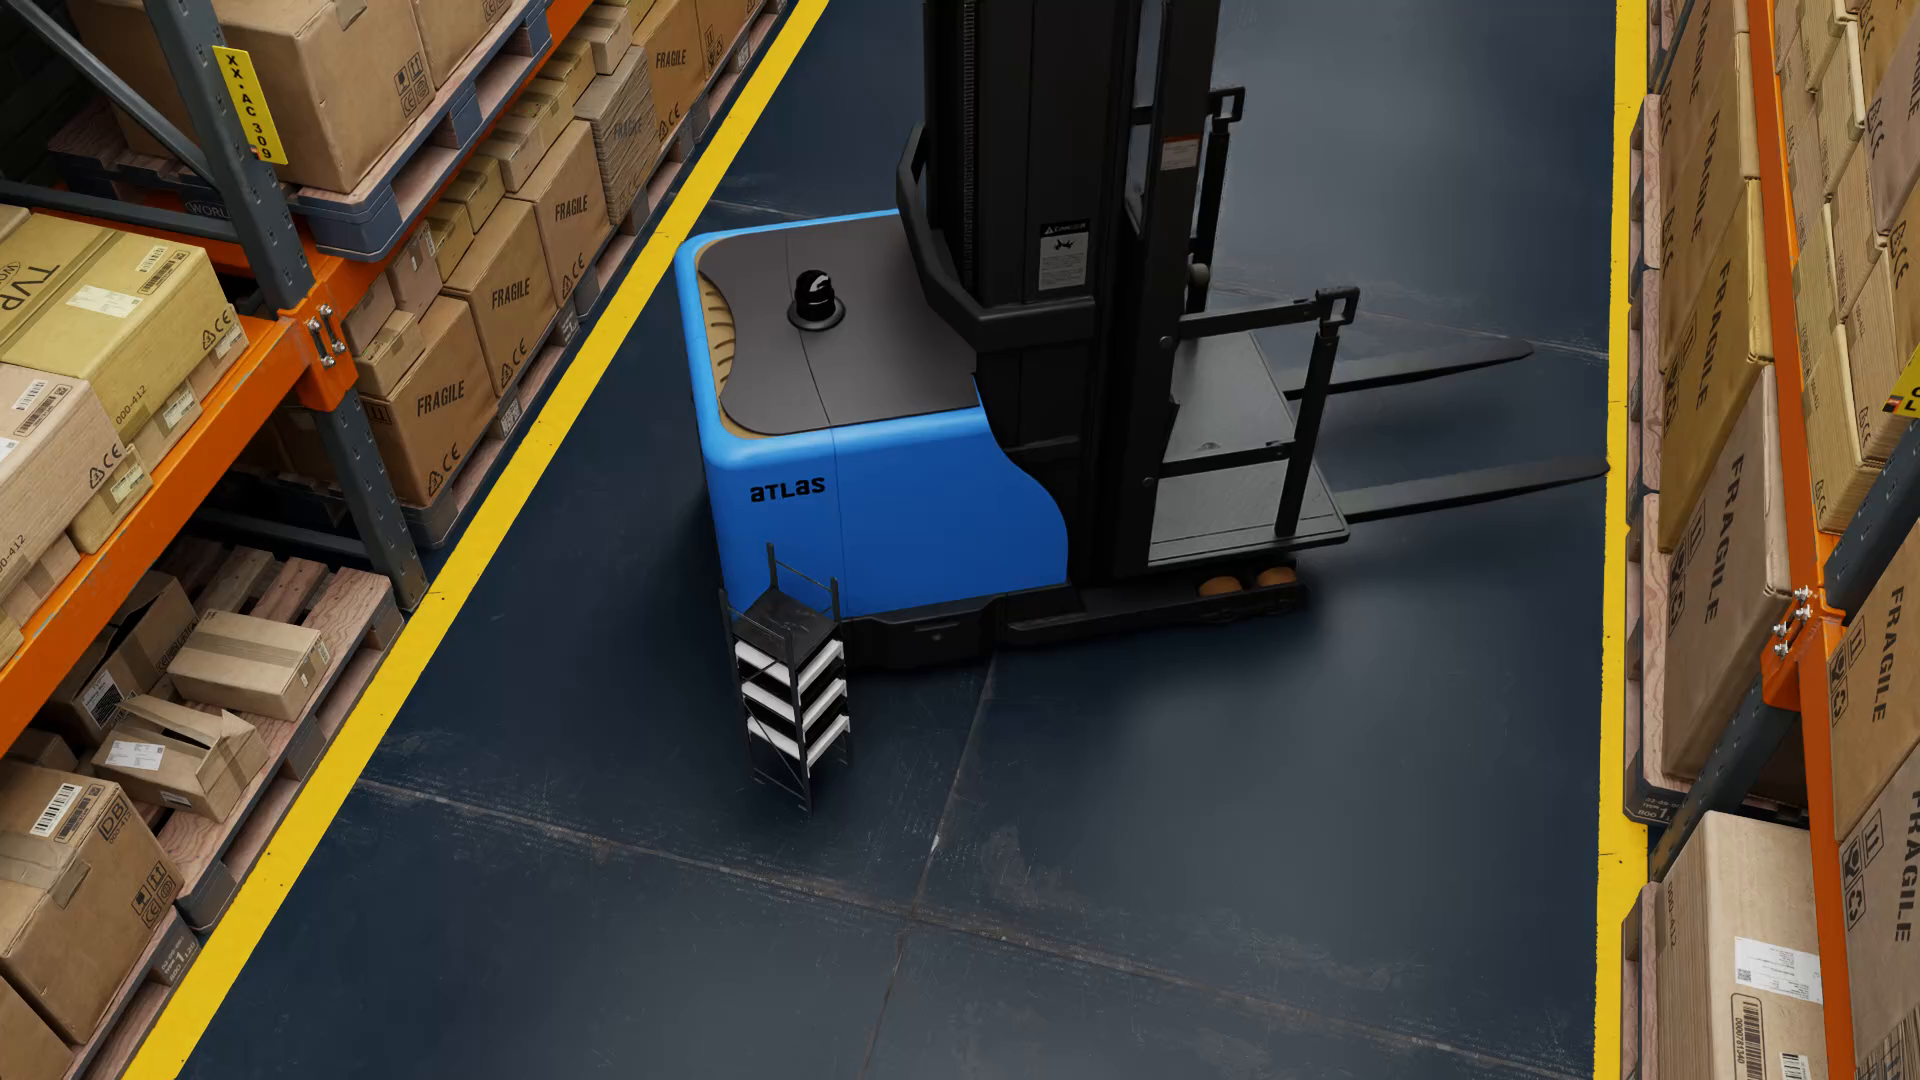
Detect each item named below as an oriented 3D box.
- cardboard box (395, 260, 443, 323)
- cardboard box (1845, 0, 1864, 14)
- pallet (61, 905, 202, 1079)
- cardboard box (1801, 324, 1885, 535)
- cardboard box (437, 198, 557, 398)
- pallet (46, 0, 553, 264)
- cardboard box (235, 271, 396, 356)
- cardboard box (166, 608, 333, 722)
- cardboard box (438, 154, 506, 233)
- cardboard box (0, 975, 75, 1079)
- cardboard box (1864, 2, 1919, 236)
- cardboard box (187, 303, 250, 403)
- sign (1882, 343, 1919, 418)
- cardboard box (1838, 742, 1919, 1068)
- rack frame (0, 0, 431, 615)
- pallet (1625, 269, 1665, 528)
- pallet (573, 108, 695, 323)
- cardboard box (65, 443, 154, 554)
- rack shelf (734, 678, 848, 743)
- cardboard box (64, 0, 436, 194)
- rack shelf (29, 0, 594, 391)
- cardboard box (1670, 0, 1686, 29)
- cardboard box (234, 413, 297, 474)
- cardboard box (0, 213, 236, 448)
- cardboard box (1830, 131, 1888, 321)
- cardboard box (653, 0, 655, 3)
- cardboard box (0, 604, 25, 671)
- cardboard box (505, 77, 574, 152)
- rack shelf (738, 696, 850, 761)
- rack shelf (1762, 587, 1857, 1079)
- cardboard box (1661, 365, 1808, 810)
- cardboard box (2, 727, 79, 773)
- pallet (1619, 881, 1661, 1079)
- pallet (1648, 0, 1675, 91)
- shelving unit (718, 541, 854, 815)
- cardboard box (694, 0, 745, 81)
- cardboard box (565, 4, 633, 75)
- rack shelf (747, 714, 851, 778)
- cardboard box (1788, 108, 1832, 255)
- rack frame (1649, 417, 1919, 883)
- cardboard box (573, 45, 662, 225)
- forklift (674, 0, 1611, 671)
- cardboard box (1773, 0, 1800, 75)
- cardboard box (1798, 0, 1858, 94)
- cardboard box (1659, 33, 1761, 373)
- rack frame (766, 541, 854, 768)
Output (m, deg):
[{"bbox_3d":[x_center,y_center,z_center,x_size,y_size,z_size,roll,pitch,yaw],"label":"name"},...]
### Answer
[{"bbox_3d":[-1.935,-0.838,5.443,0.380,0.149,0.250,10,49,9],"label":"cardboard box"},{"bbox_3d":[2.784,-1.764,4.573,0.500,0.500,0.500,12,50,11],"label":"cardboard box"},{"bbox_3d":[-2.785,1.416,4.360,1.003,0.211,1.213,12,50,10],"label":"pallet"},{"bbox_3d":[2.380,-0.236,4.058,0.500,0.250,0.500,10,49,9],"label":"cardboard box"},{"bbox_3d":[-1.809,-0.893,5.925,0.500,0.500,0.500,11,49,10],"label":"cardboard box"},{"bbox_3d":[-1.969,-1.381,5.097,1.003,0.211,1.213,12,50,10],"label":"pallet"},{"bbox_3d":[-1.992,-0.732,5.152,0.380,0.149,0.250,11,49,9],"label":"cardboard box"},{"bbox_3d":[-2.148,0.377,5.038,0.380,0.149,0.250,10,49,9],"label":"cardboard box"},{"bbox_3d":[-1.820,-1.226,5.786,0.380,0.149,0.250,11,49,9],"label":"cardboard box"},{"bbox_3d":[-2.587,1.296,3.993,0.500,0.500,0.500,12,50,11],"label":"cardboard box"},{"bbox_3d":[2.510,-1.024,3.920,0.500,0.500,0.500,12,50,11],"label":"cardboard box"},{"bbox_3d":[-2.125,-0.525,4.380,0.380,0.149,0.250,12,50,11],"label":"cardboard box"},{"bbox_3d":[1.979,-0.369,3.355,0.100,0.325,0.005,12,50,10],"label":"sign"},{"bbox_3d":[1.993,0.706,3.059,0.500,0.500,0.500,12,50,10],"label":"cardboard box"},{"bbox_3d":[-2.285,-0.889,4.534,1.000,3.000,0.127,12,50,10],"label":"rack frame"},{"bbox_3d":[2.955,-0.447,6.004,1.003,0.211,1.213,12,50,10],"label":"pallet"},{"bbox_3d":[-1.788,-1.447,6.886,1.003,0.211,1.213,12,50,10],"label":"pallet"},{"bbox_3d":[-2.217,-0.140,4.040,0.380,0.149,0.250,13,50,11],"label":"cardboard box"},{"bbox_3d":[-0.487,0.439,4.807,0.258,0.077,0.200,27,54,22],"label":"rack shelf"},{"bbox_3d":[-1.941,-1.366,4.608,0.700,0.500,0.500,13,50,11],"label":"cardboard box"},{"bbox_3d":[-1.758,-2.097,6.080,1.077,0.370,4.000,12,50,10],"label":"rack shelf"},{"bbox_3d":[3.716,-2.481,7.412,0.950,0.372,0.625,9,49,7],"label":"cardboard box"},{"bbox_3d":[-2.441,-0.614,5.678,0.500,0.500,0.500,11,50,10],"label":"cardboard box"},{"bbox_3d":[-2.183,-0.521,4.111,0.500,0.250,0.500,13,50,11],"label":"cardboard box"},{"bbox_3d":[2.511,-0.757,4.184,0.500,0.250,0.500,13,50,11],"label":"cardboard box"},{"bbox_3d":[-1.384,-2.334,6.764,0.380,0.149,0.250,13,50,11],"label":"cardboard box"},{"bbox_3d":[-2.353,0.235,3.709,0.380,0.149,0.250,11,49,9],"label":"cardboard box"},{"bbox_3d":[-1.650,-1.579,6.097,0.380,0.149,0.250,13,50,11],"label":"cardboard box"},{"bbox_3d":[-0.487,0.499,4.874,0.258,0.077,0.200,27,54,22],"label":"rack shelf"},{"bbox_3d":[1.979,1.773,2.664,1.077,0.370,4.000,12,50,10],"label":"rack shelf"},{"bbox_3d":[2.591,0.188,4.720,0.875,0.875,0.875,13,50,11],"label":"cardboard box"},{"bbox_3d":[-2.801,0.661,4.788,0.380,0.149,0.250,11,49,10],"label":"cardboard box"},{"bbox_3d":[2.229,1.546,4.245,1.003,0.211,1.213,12,50,10],"label":"pallet"},{"bbox_3d":[3.765,-2.447,7.769,1.003,0.211,1.213,12,50,10],"label":"pallet"},{"bbox_3d":[-0.487,0.417,4.782,0.258,0.900,0.210,27,54,22],"label":"shelving unit"},{"bbox_3d":[-1.277,-2.385,7.242,0.500,0.500,0.500,11,49,9],"label":"cardboard box"},{"bbox_3d":[-1.493,-1.947,6.423,0.380,0.149,0.250,9,49,8],"label":"cardboard box"},{"bbox_3d":[-0.487,0.558,4.942,0.258,0.077,0.200,27,54,22],"label":"rack shelf"},{"bbox_3d":[2.666,-0.966,4.702,0.500,0.250,0.500,10,49,9],"label":"cardboard box"},{"bbox_3d":[2.505,0.088,3.671,1.000,3.000,0.127,12,50,10],"label":"rack frame"},{"bbox_3d":[-1.531,-1.627,6.572,0.500,0.500,0.500,10,49,9],"label":"cardboard box"},{"bbox_3d":[0.671,-1.076,4.744,3.031,2.935,1.130,-9,49,-8],"label":"forklift"},{"bbox_3d":[2.925,-1.698,5.348,0.500,0.250,0.500,13,50,11],"label":"cardboard box"},{"bbox_3d":[2.760,-1.507,4.846,0.500,0.250,0.500,12,50,11],"label":"cardboard box"},{"bbox_3d":[3.057,-1.113,5.869,0.875,0.875,0.875,12,50,10],"label":"cardboard box"},{"bbox_3d":[-0.429,0.354,4.837,0.240,0.900,0.006,27,54,22],"label":"rack frame"}]
